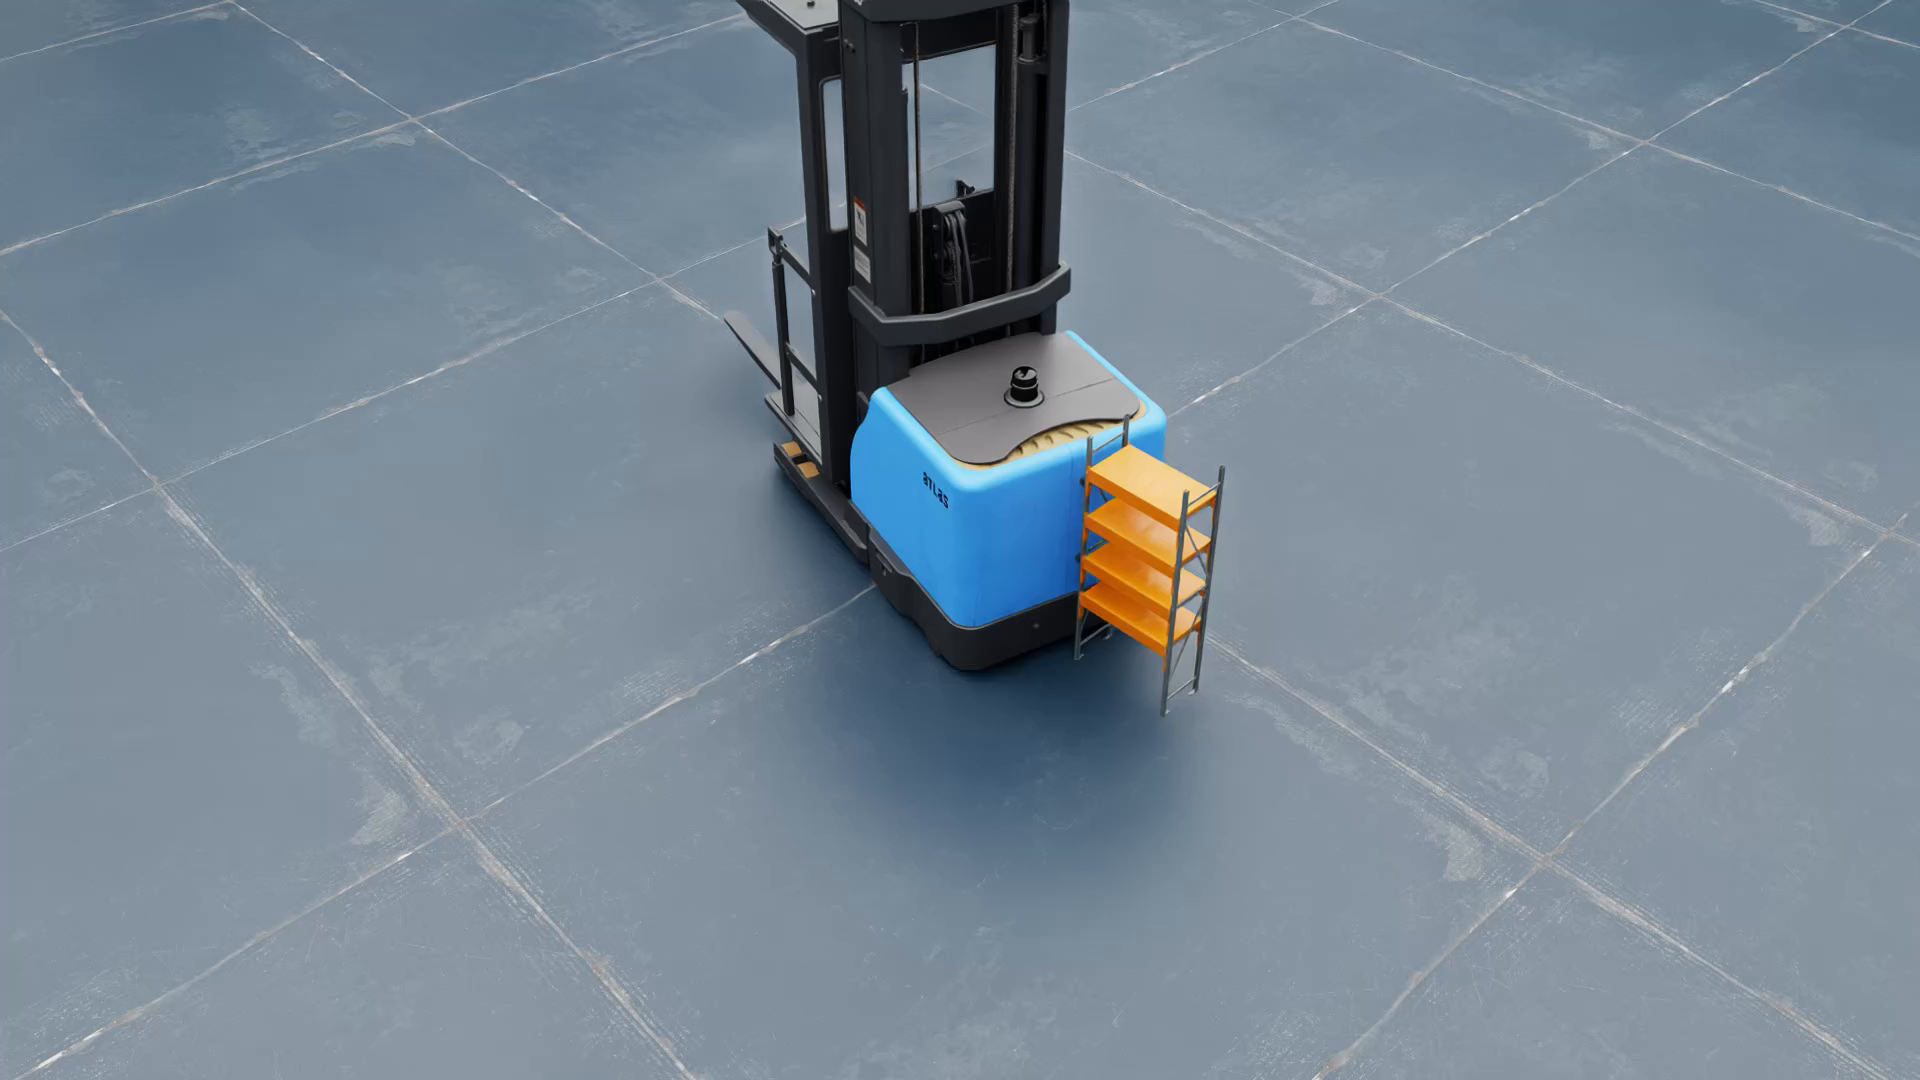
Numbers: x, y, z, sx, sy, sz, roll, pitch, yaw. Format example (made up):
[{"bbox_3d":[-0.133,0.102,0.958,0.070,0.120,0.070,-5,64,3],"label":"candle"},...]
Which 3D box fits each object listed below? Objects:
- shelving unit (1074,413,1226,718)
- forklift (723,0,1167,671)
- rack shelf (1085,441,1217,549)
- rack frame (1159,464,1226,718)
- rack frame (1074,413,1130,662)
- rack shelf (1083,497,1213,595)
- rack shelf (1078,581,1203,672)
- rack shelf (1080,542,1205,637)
[{"bbox_3d":[0.762,0.121,6.853,0.258,1.200,0.503,-32,49,-33],"label":"shelving unit"},{"bbox_3d":[-0.275,-1.489,7.468,1.130,2.935,3.031,-19,43,-22],"label":"forklift"},{"bbox_3d":[0.762,-0.184,6.606,0.258,0.148,0.480,-32,49,-33],"label":"rack shelf"},{"bbox_3d":[0.933,0.231,6.717,0.240,1.200,0.015,-32,49,-33],"label":"rack frame"},{"bbox_3d":[0.591,0.012,6.988,0.240,1.200,0.015,-32,49,-33],"label":"rack frame"},{"bbox_3d":[0.762,0.000,6.754,0.258,0.148,0.480,-32,49,-33],"label":"rack shelf"},{"bbox_3d":[0.762,0.328,7.020,0.258,0.148,0.480,-32,49,-33],"label":"rack shelf"},{"bbox_3d":[0.762,0.174,6.895,0.258,0.148,0.480,-32,49,-33],"label":"rack shelf"}]
